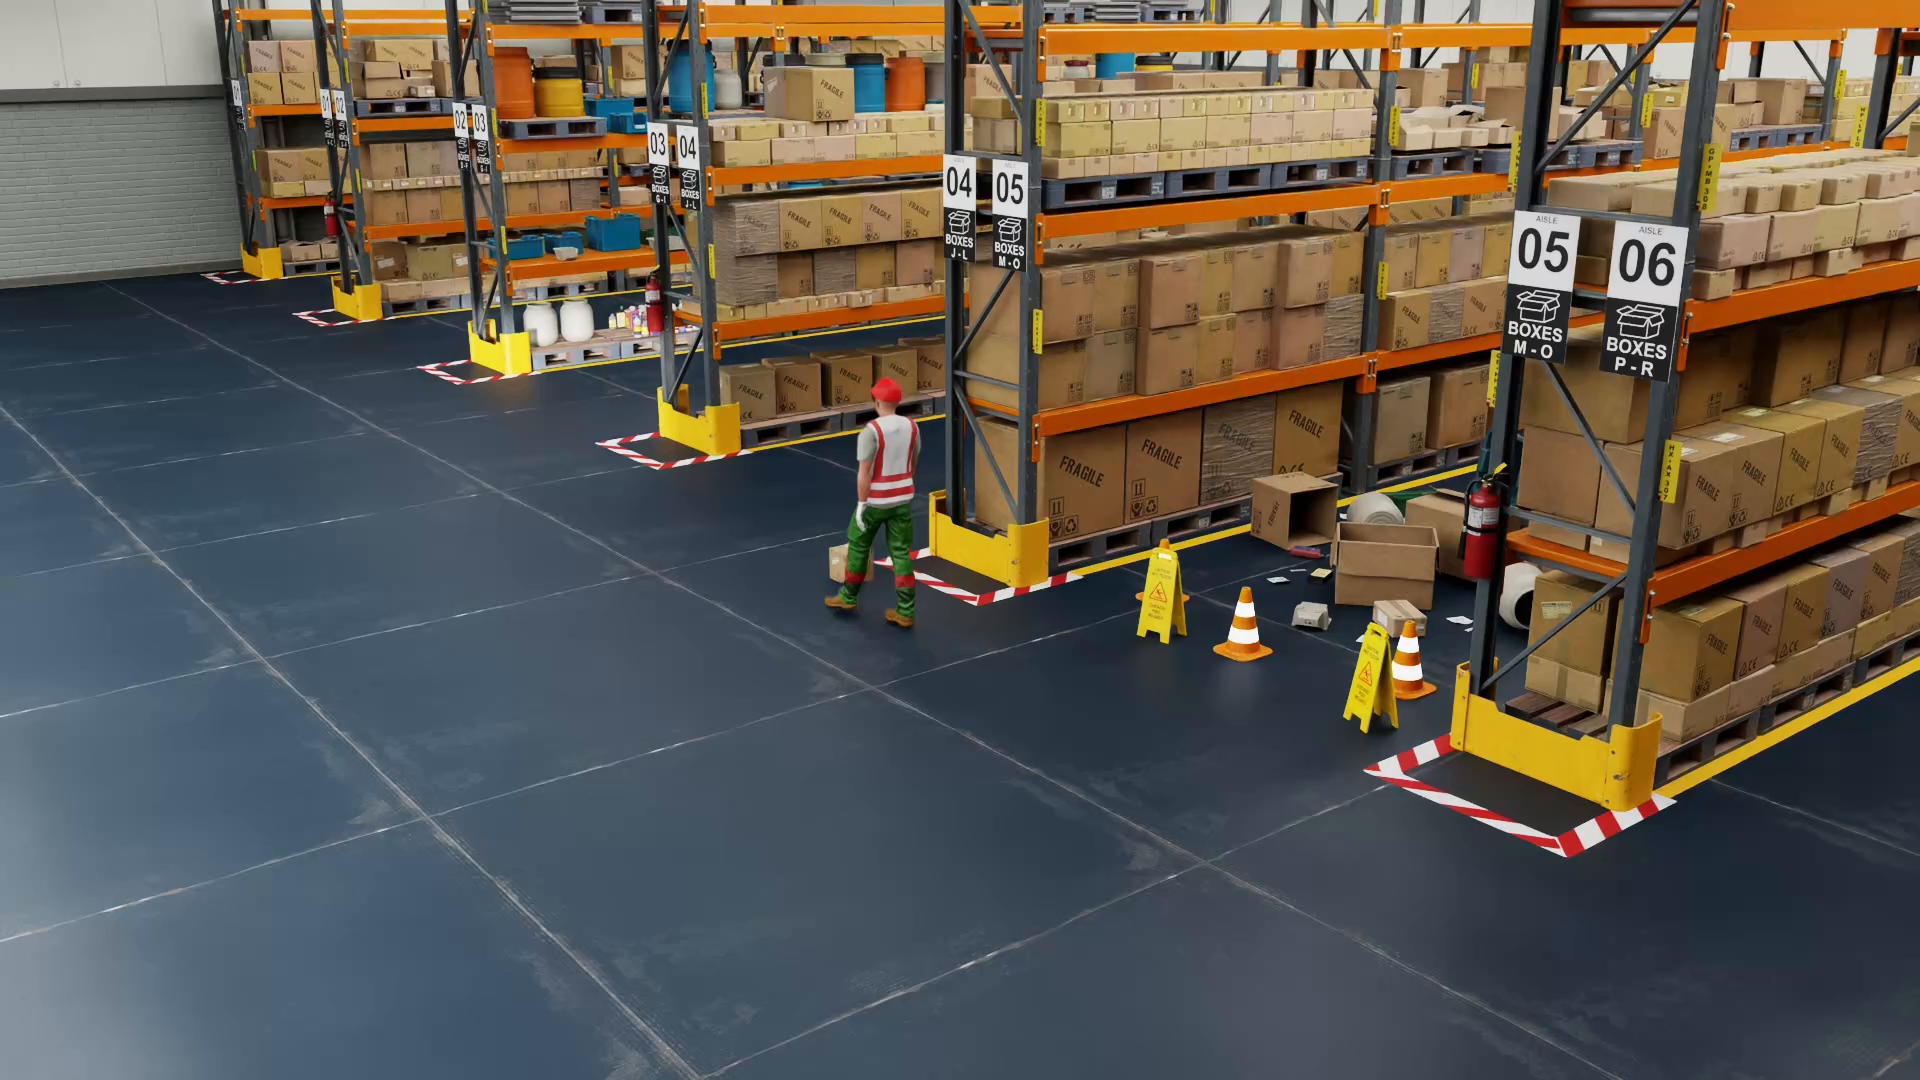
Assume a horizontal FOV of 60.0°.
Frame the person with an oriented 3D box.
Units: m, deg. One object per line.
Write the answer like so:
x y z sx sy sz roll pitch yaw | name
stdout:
-0.588 -0.314 11.955 0.578 1.756 0.808 -11 21 -31 | person
